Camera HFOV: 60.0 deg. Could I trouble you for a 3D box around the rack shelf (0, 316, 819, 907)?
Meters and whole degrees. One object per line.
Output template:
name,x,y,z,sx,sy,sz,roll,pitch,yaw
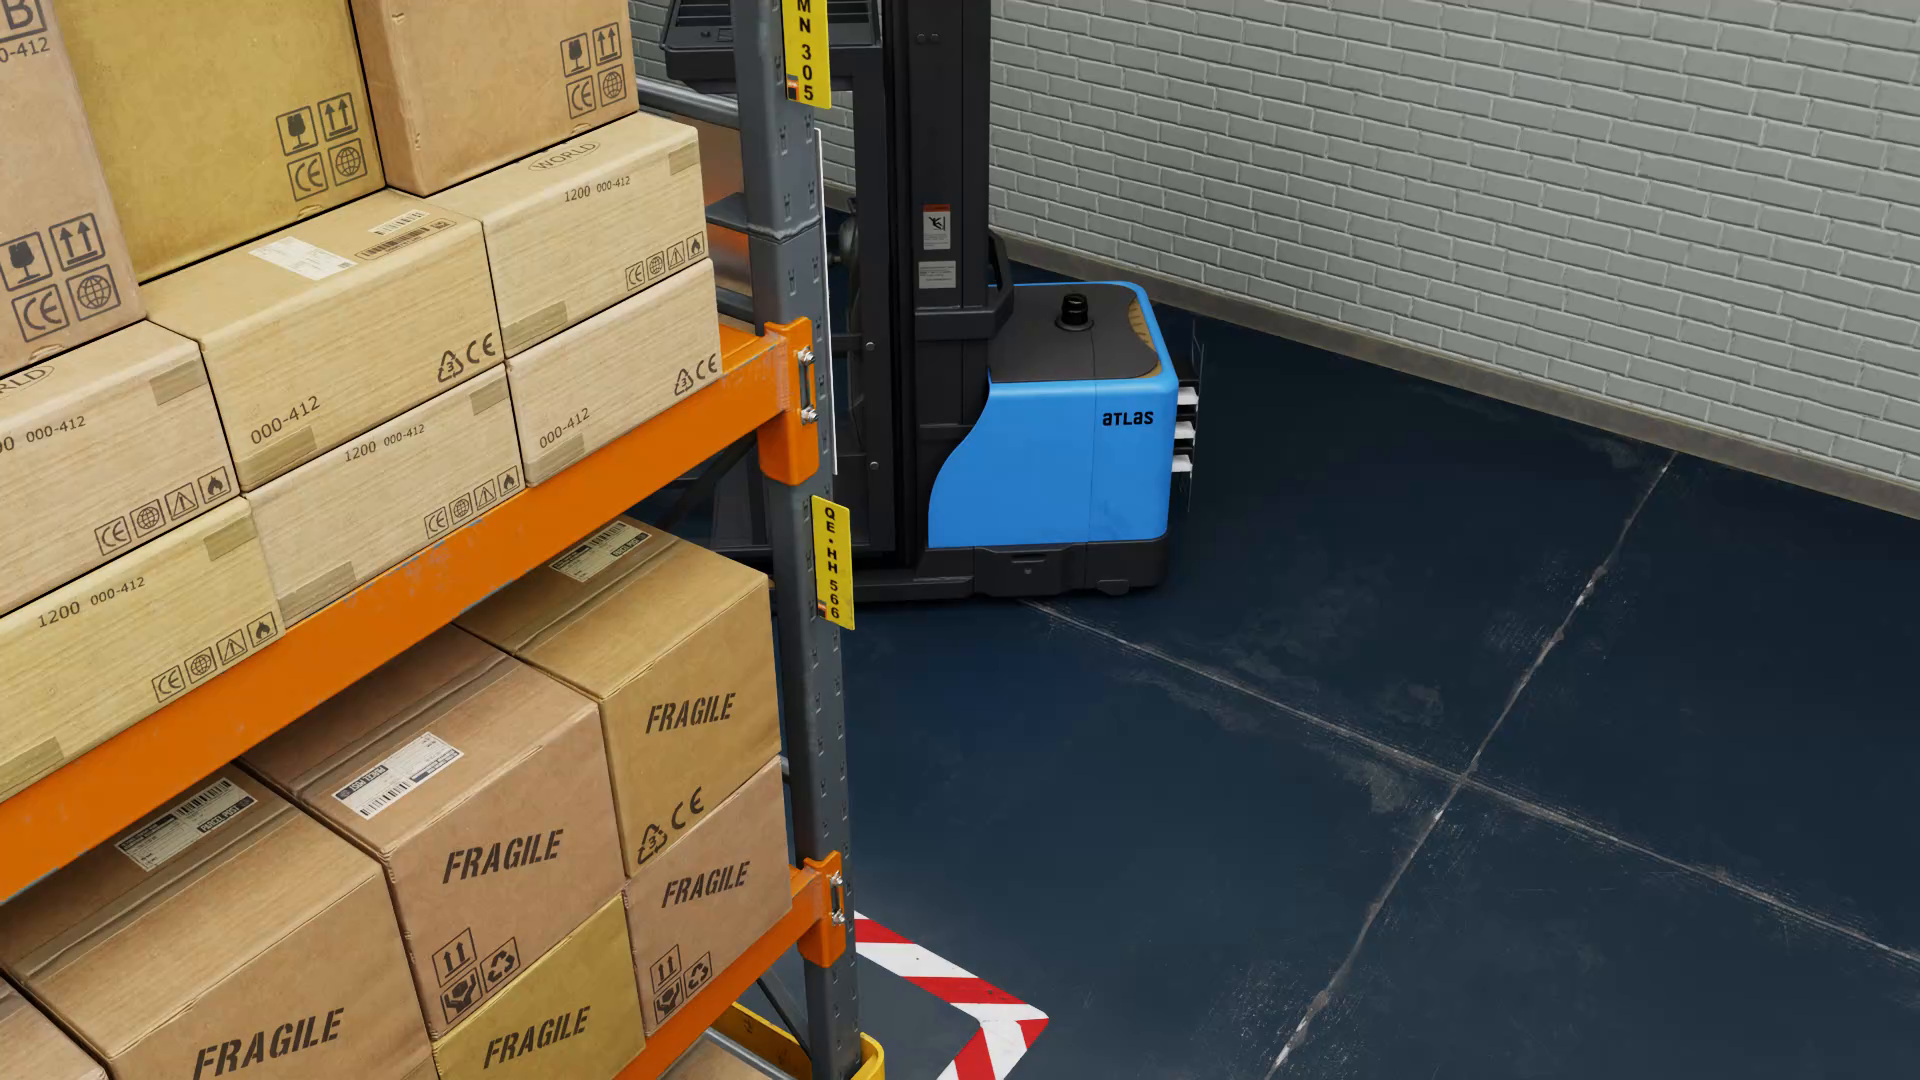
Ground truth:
rack shelf,-1.865,0.453,2.367,1.077,0.370,4.000,21,39,28

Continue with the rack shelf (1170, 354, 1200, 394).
rack shelf,0.979,-0.760,7.648,0.200,0.077,0.258,-2,34,-3

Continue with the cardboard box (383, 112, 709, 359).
cardboard box,-0.808,-0.592,2.958,0.500,0.250,0.500,21,39,28

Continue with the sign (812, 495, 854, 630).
sign,-0.280,0.053,3.678,0.100,0.325,0.005,21,39,28

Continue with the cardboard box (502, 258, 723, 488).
cardboard box,-0.801,-0.382,3.094,0.500,0.250,0.500,21,39,28

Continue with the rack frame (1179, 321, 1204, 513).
rack frame,1.081,-0.568,7.786,0.006,0.900,0.240,-2,34,-3

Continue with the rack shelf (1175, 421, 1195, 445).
rack shelf,0.979,-0.536,7.799,0.200,0.077,0.258,-2,34,-3

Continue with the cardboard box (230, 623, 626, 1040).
cardboard box,-1.040,0.547,3.281,0.500,0.500,0.500,22,40,29

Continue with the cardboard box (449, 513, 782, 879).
cardboard box,-0.752,0.314,3.626,0.500,0.500,0.500,21,39,28

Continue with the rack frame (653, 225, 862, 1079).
rack frame,-0.725,0.477,4.367,1.000,3.000,0.127,21,39,28

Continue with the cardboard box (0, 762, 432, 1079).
cardboard box,-1.332,0.787,2.926,0.500,0.500,0.500,22,40,29

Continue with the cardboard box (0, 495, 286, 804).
cardboard box,-1.369,0.078,2.413,0.500,0.250,0.500,21,39,28

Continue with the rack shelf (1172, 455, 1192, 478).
rack shelf,0.979,-0.387,7.900,0.200,0.077,0.258,-2,34,-3

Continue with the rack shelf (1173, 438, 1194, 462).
rack shelf,0.979,-0.462,7.850,0.200,0.077,0.258,-2,34,-3

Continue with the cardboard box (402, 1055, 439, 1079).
cardboard box,-1.338,1.197,3.214,0.500,0.500,0.500,22,40,29

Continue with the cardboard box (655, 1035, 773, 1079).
cardboard box,-0.832,1.659,4.457,0.500,0.500,0.500,21,39,28

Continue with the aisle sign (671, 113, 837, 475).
aisle sign,-0.434,-0.533,3.540,0.394,0.787,0.004,21,39,28

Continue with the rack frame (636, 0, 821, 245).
rack frame,-0.725,-2.008,2.686,1.000,3.000,0.127,21,39,28

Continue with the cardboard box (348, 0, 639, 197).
cardboard box,-1.004,-0.979,2.861,0.700,0.500,0.500,21,39,28

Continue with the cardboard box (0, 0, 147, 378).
cardboard box,-1.556,-0.512,2.170,0.700,0.500,0.500,21,39,28

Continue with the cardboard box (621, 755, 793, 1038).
cardboard box,-0.756,0.729,3.905,0.500,0.500,0.500,23,40,30

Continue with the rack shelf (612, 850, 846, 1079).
rack shelf,-1.865,1.696,3.207,1.077,0.370,4.000,21,39,28

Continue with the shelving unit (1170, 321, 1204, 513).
shelving unit,0.979,-0.564,7.781,0.210,0.900,0.258,-2,34,-3

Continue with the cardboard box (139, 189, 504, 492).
cardboard box,-1.093,-0.362,2.618,0.500,0.250,0.500,21,39,28

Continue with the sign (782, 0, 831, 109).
sign,-0.280,-0.946,3.002,0.100,0.325,0.005,21,39,28

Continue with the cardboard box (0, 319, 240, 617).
cardboard box,-1.381,-0.133,2.279,0.500,0.250,0.500,21,39,28

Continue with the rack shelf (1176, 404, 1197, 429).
rack shelf,0.979,-0.611,7.749,0.200,0.077,0.258,-2,34,-3

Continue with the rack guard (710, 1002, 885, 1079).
rack guard,-0.768,1.548,5.015,1.175,0.500,0.348,21,39,28

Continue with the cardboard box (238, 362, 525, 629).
cardboard box,-1.095,-0.156,2.759,0.500,0.250,0.500,21,39,28

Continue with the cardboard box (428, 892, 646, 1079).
cardboard box,-1.049,0.969,3.550,0.500,0.500,0.500,22,40,29

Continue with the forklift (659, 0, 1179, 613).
forklift,-0.622,-1.191,6.894,3.031,2.935,1.130,-2,34,-3

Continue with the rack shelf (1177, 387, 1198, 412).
rack shelf,0.979,-0.685,7.698,0.200,0.077,0.258,-2,34,-3

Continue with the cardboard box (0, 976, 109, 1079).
cardboard box,-1.624,1.024,2.577,0.500,0.500,0.500,23,40,30

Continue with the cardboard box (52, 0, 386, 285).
cardboard box,-1.359,-0.776,2.561,0.700,0.500,0.500,21,39,28
